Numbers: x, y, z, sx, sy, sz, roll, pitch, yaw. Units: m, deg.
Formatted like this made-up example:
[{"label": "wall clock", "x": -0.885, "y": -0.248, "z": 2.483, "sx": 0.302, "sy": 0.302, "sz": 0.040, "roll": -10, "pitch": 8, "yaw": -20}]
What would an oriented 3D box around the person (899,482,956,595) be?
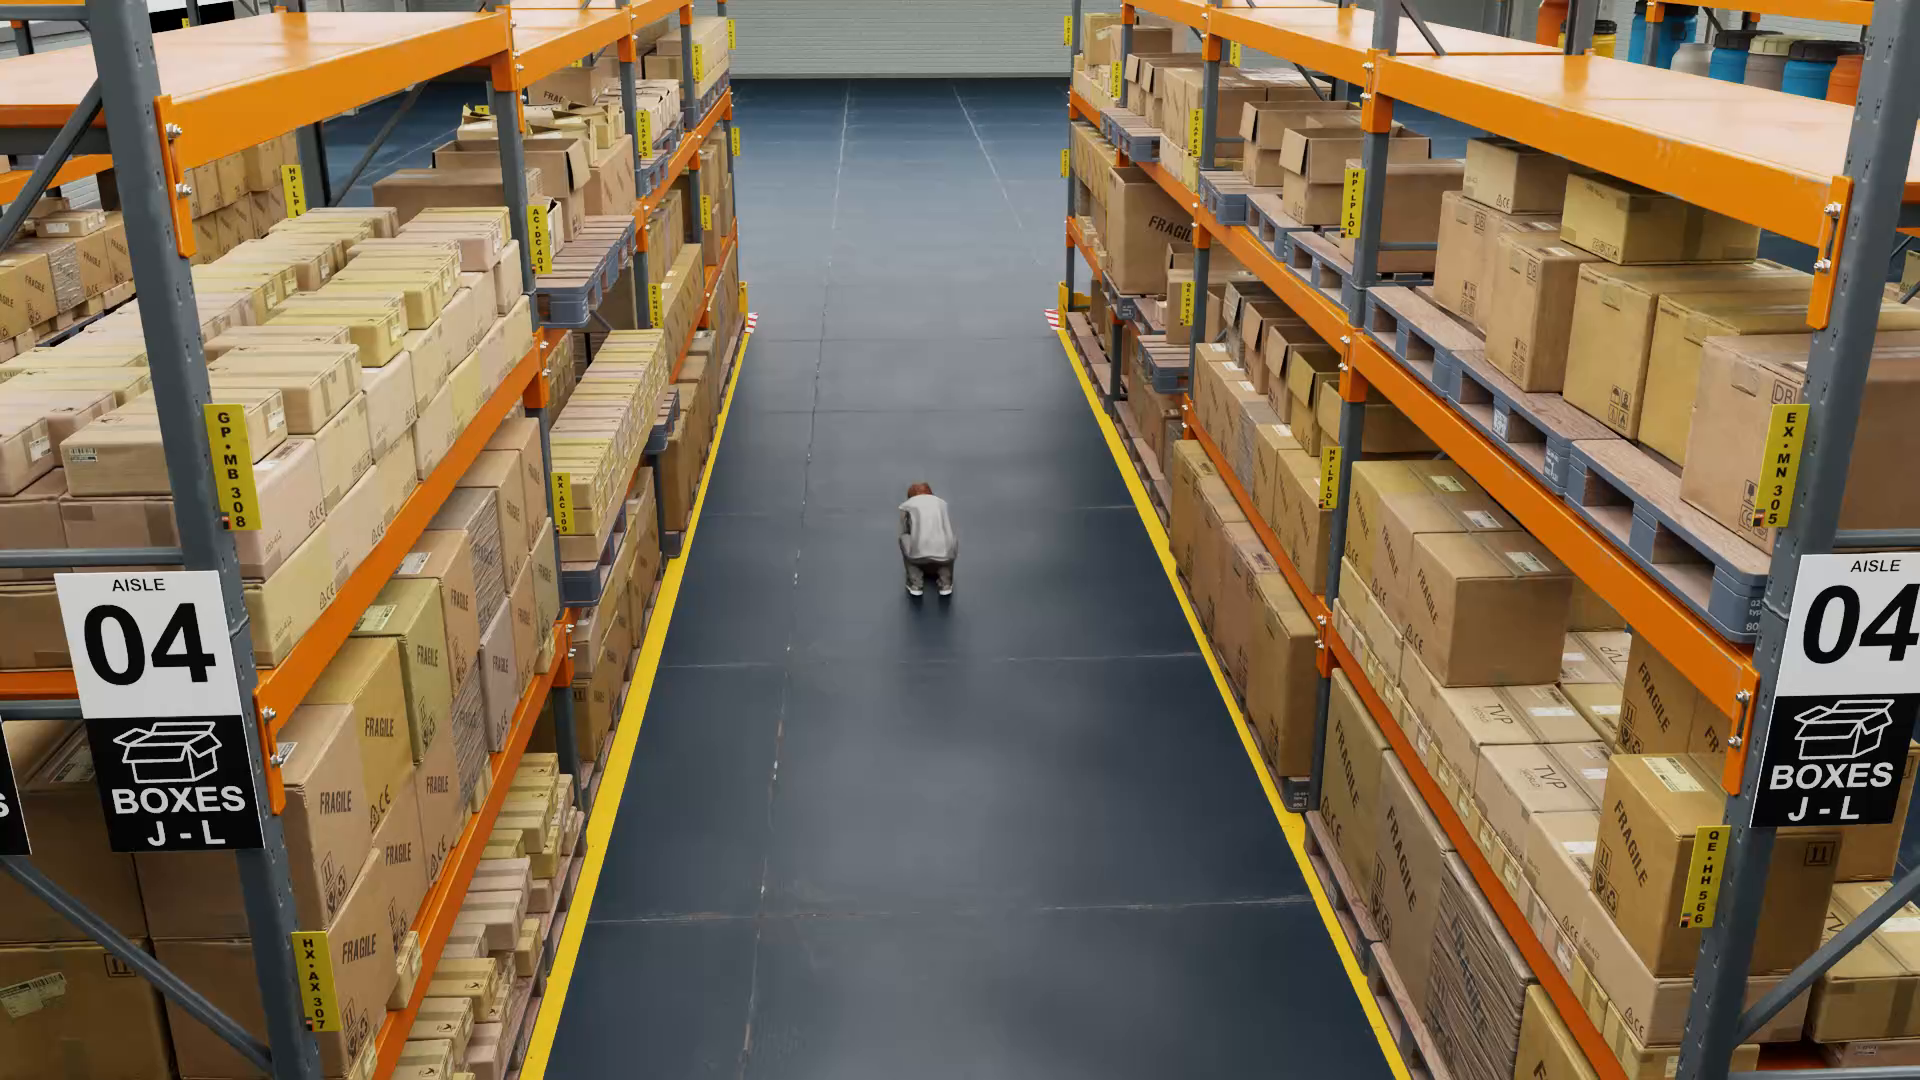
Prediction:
[{"label": "person", "x": -0.248, "y": 0.028, "z": 12.374, "sx": 0.405, "sy": 0.763, "sz": 0.830, "roll": -1, "pitch": 21, "yaw": -3}]
